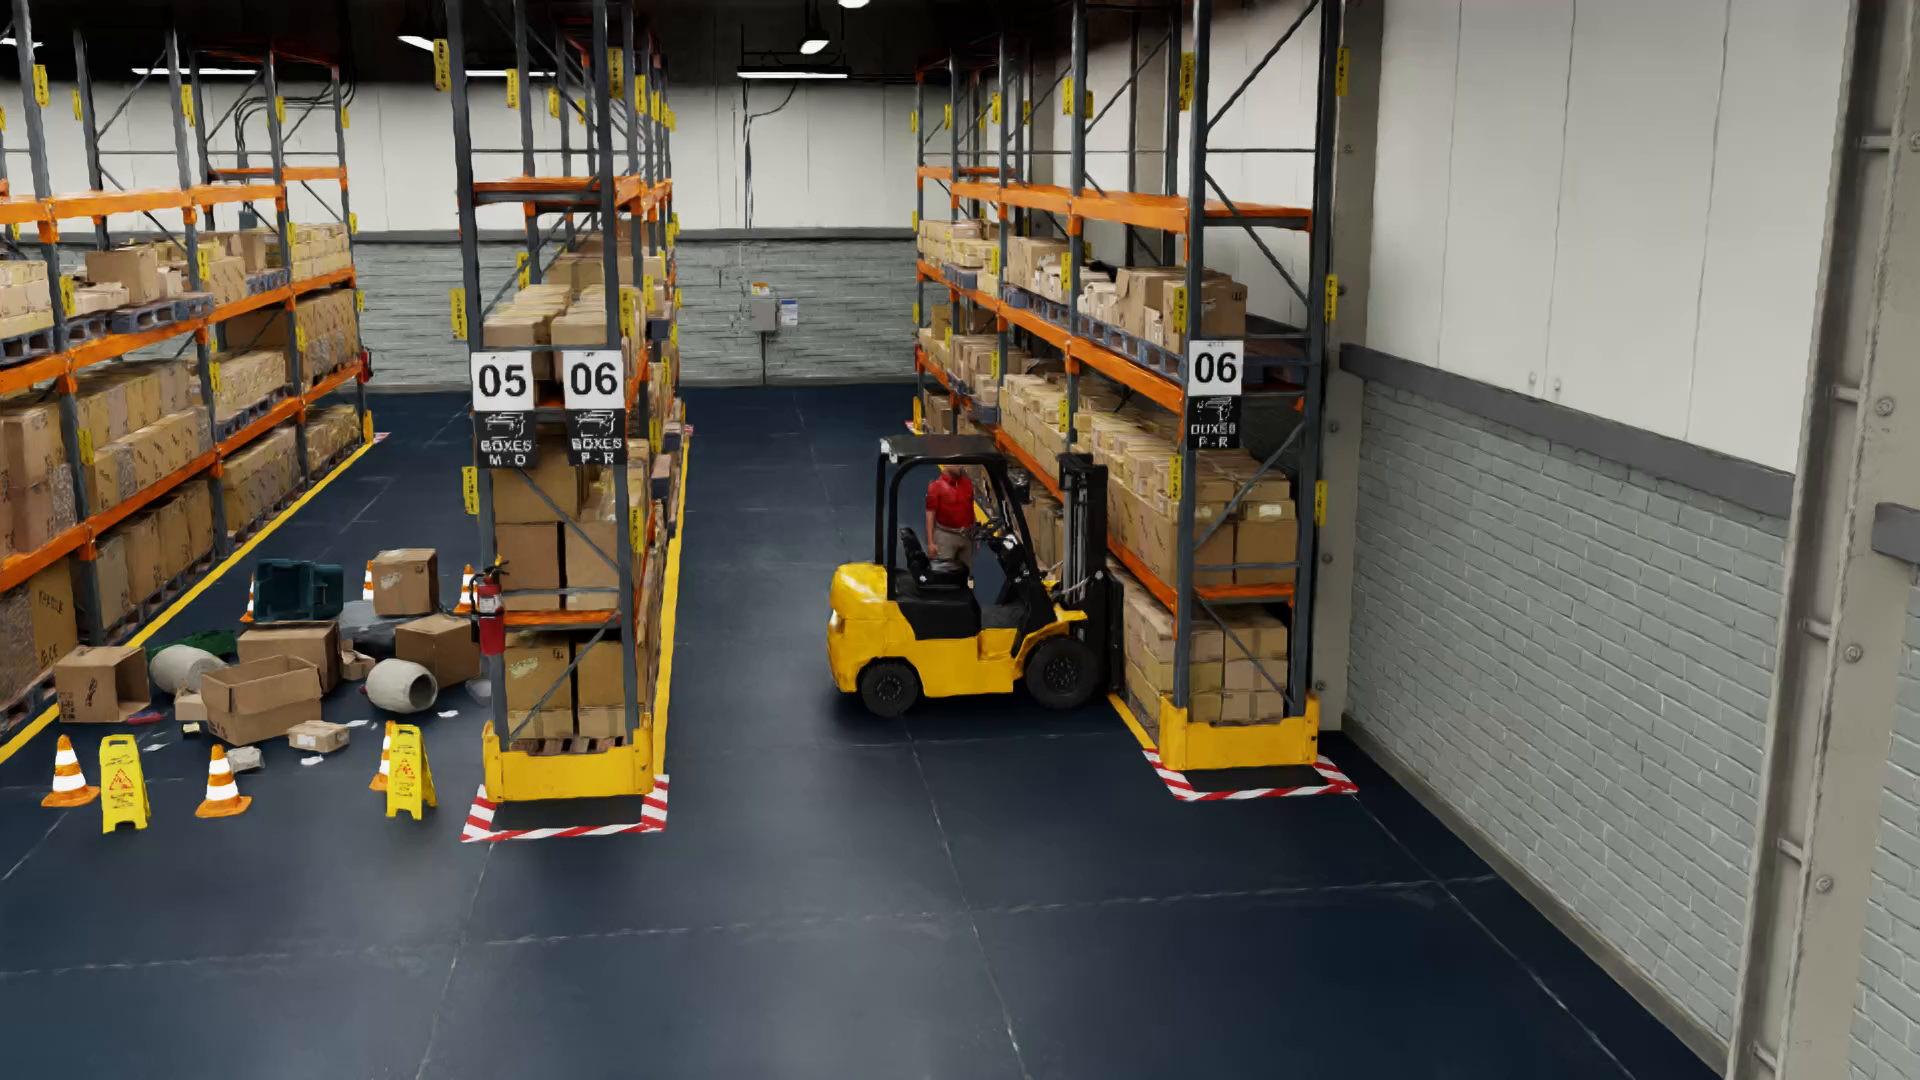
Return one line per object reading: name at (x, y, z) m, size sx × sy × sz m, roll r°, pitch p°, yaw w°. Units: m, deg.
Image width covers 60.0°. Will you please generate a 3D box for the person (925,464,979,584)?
person at (-0.066, -0.001, 16.006) m, size 0.571 × 1.725 × 0.364 m, roll -9°, pitch 16°, yaw -35°
